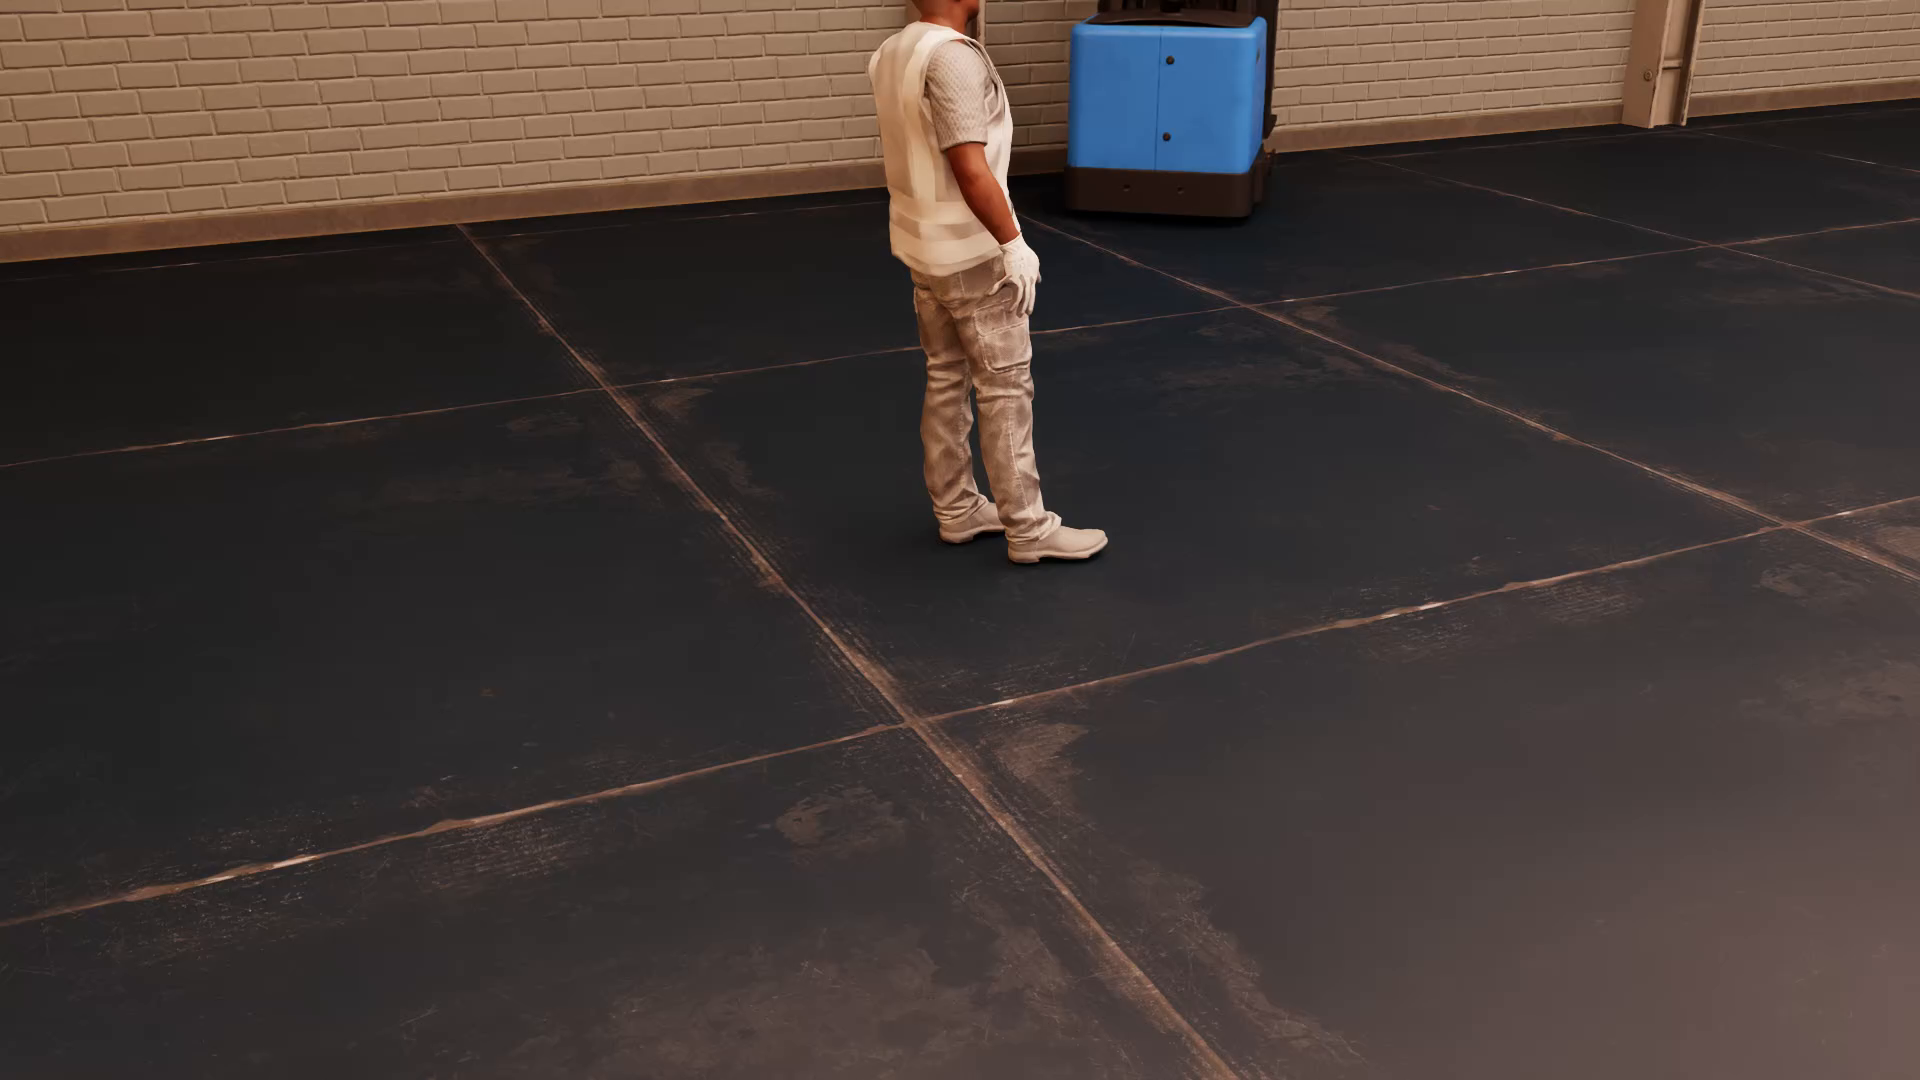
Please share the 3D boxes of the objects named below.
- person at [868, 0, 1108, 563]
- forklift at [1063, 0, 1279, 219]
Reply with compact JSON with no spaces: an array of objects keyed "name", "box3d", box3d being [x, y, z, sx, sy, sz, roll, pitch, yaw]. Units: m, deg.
[{"name":"person","box3d":[0.069,-0.839,4.782,0.577,1.782,0.656,-10,25,-23]},{"name":"forklift","box3d":[1.434,-3.678,10.140,1.130,2.935,3.031,5,23,12]}]
